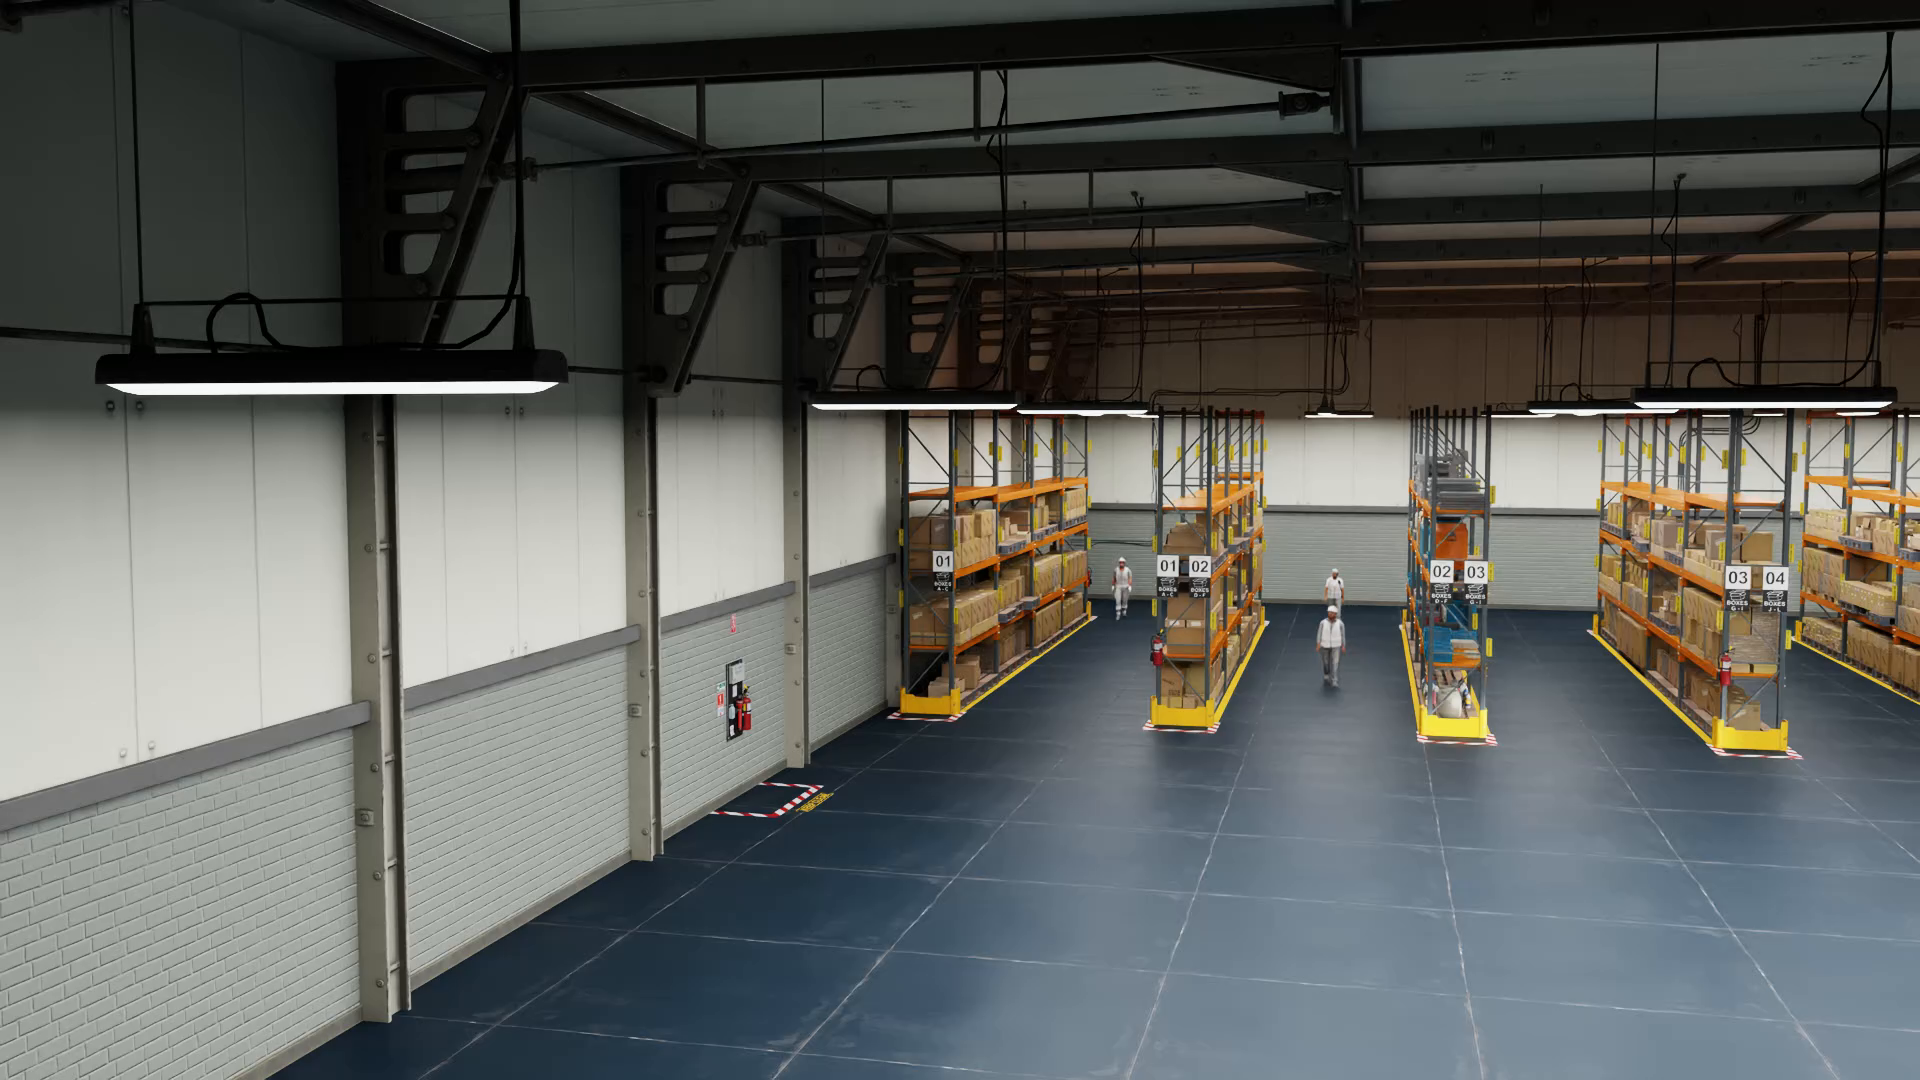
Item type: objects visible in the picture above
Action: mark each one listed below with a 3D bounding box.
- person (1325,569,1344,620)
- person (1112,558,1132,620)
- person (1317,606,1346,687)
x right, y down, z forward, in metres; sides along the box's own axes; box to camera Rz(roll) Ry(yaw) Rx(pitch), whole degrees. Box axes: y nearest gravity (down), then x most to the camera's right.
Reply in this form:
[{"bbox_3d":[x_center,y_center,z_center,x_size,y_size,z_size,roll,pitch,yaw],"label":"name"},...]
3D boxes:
[{"bbox_3d":[10.397,1.594,46.152,0.545,1.591,1.053,1,4,11],"label":"person"},{"bbox_3d":[4.678,1.385,48.042,0.579,1.738,1.025,0,4,4],"label":"person"},{"bbox_3d":[8.025,2.279,35.950,0.623,1.720,1.084,1,4,10],"label":"person"}]
